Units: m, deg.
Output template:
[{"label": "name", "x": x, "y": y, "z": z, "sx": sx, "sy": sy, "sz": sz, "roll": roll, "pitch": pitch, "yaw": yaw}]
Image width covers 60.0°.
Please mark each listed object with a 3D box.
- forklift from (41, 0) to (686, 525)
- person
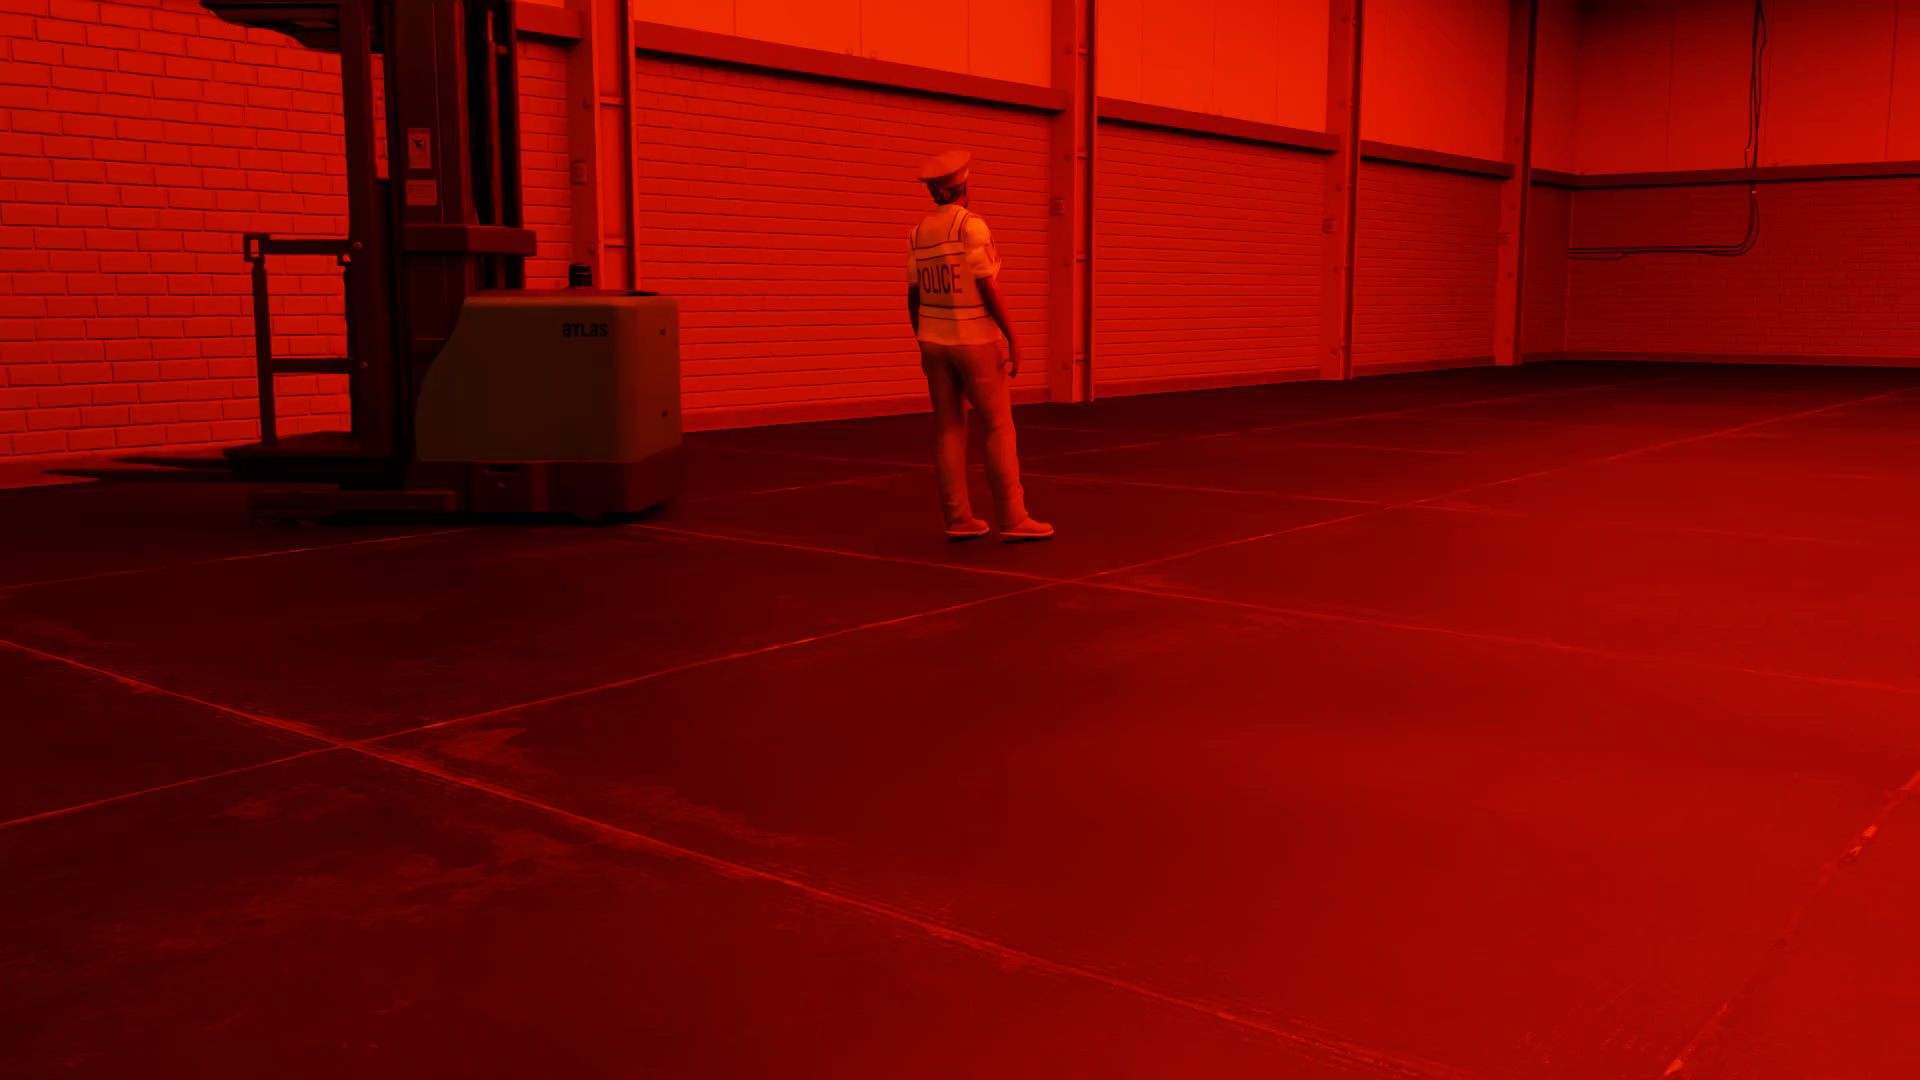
[{"label": "forklift", "x": -2.977, "y": -1.598, "z": 8.202, "sx": 3.031, "sy": 2.935, "sz": 1.130, "roll": 1, "pitch": 8, "yaw": 4}, {"label": "person", "x": 0.063, "y": -0.852, "z": 7.326, "sx": 0.569, "sy": 1.695, "sz": 0.530, "roll": 7, "pitch": 11, "yaw": 38}]
